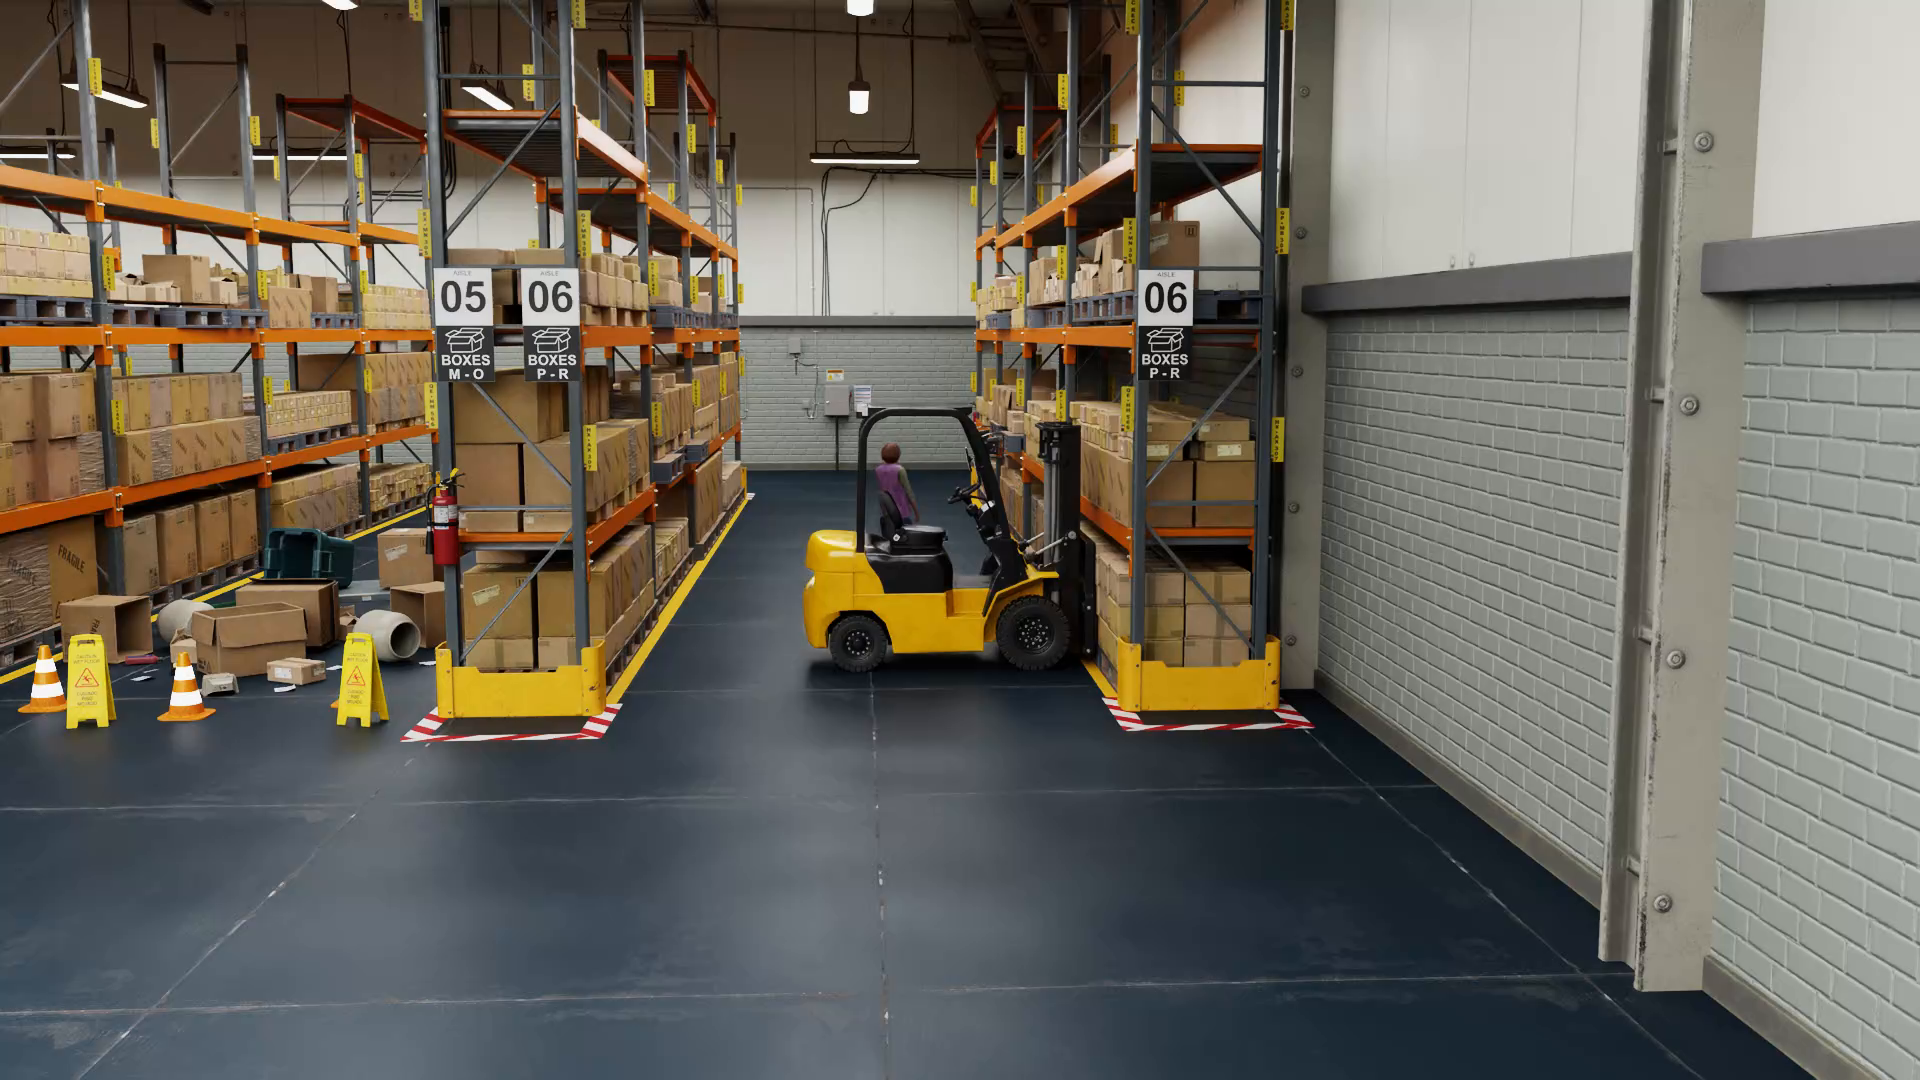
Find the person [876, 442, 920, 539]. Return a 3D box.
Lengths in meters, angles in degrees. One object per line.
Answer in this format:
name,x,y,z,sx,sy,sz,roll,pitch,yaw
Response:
person,-0.652,-0.243,17.642,0.434,1.603,0.443,5,9,36
